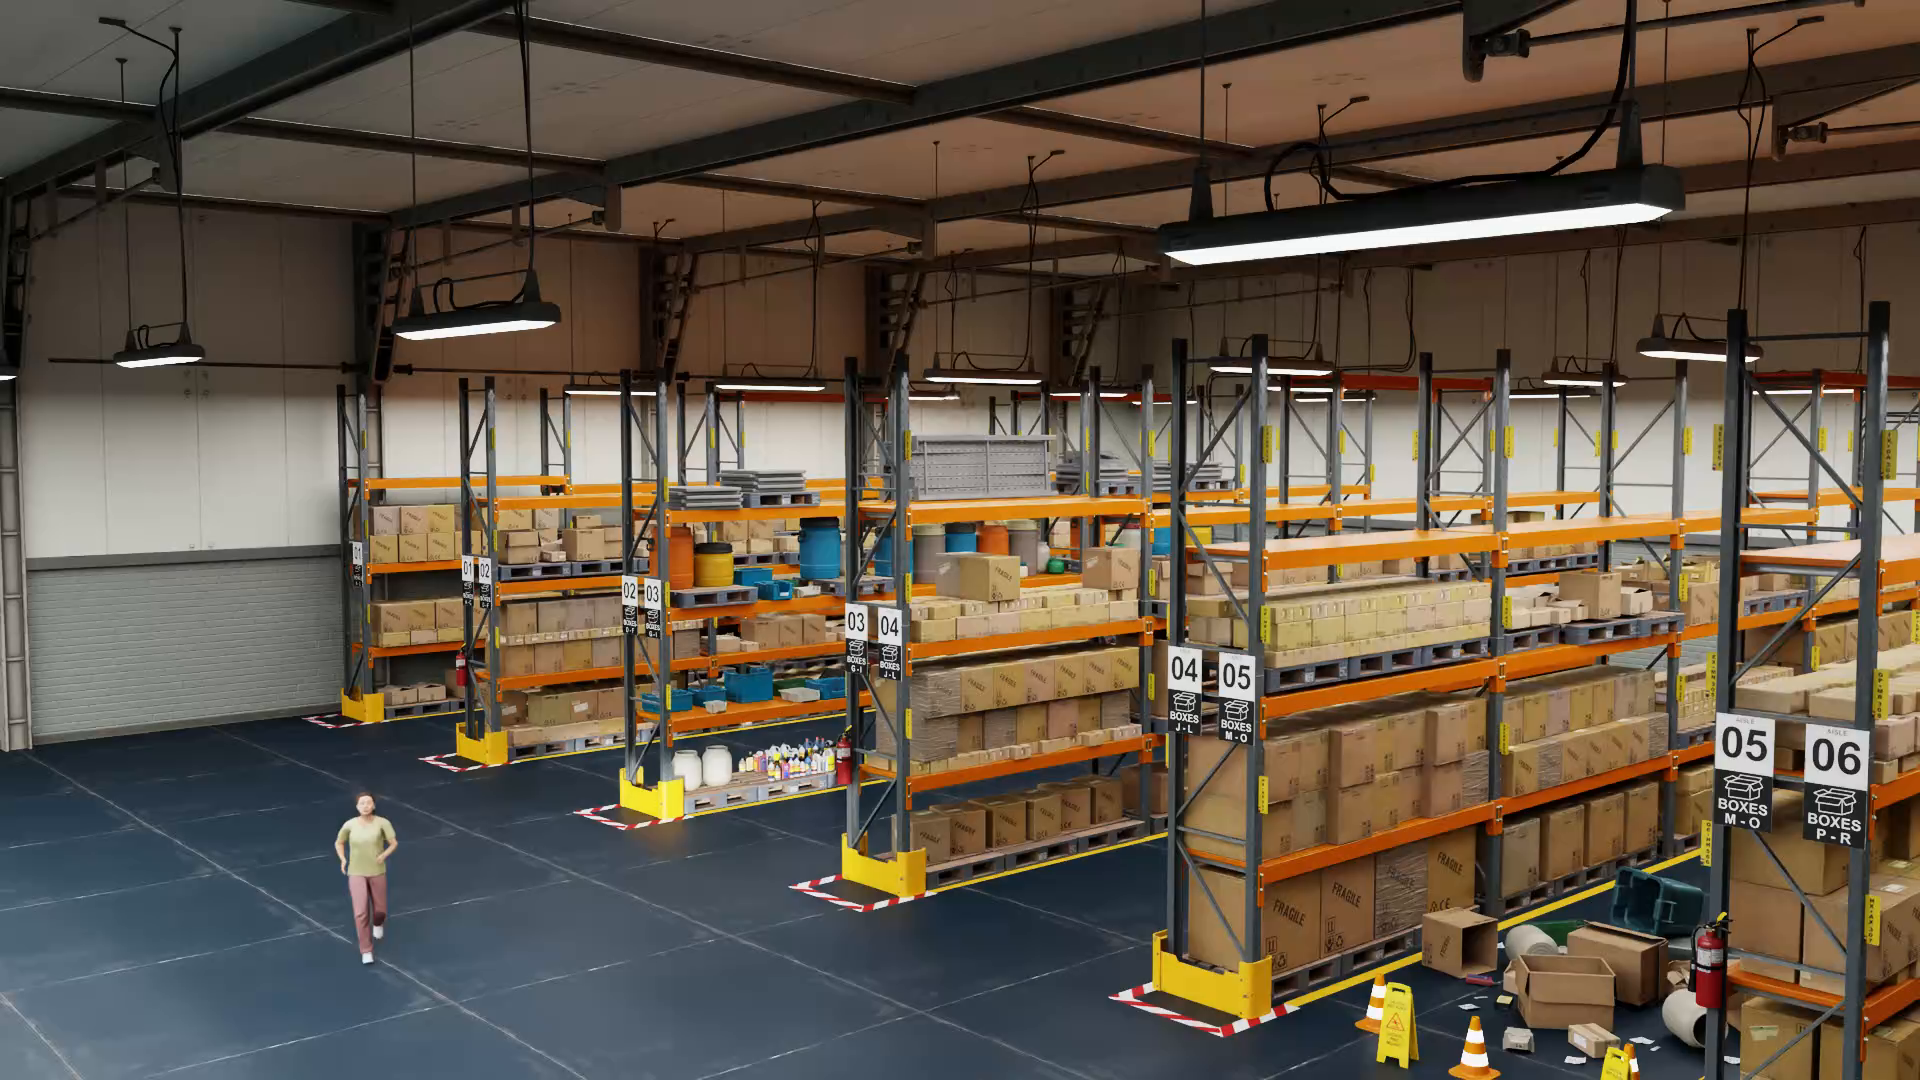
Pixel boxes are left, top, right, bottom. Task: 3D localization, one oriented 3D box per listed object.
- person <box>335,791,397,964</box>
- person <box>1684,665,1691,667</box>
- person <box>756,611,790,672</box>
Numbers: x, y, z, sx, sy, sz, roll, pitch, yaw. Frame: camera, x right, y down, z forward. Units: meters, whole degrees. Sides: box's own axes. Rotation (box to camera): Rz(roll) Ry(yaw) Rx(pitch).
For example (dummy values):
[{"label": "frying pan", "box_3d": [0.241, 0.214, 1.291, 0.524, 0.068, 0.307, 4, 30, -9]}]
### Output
[{"label": "person", "box_3d": [-5.832, 3.274, 16.342, 0.586, 1.628, 0.753, -1, 4, -18]}, {"label": "person", "box_3d": [11.137, 2.754, 25.271, 0.628, 1.553, 0.585, -3, 5, -36]}, {"label": "person", "box_3d": [-3.763, 1.863, 32.753, 0.667, 1.807, 0.868, 3, 5, 40]}]
